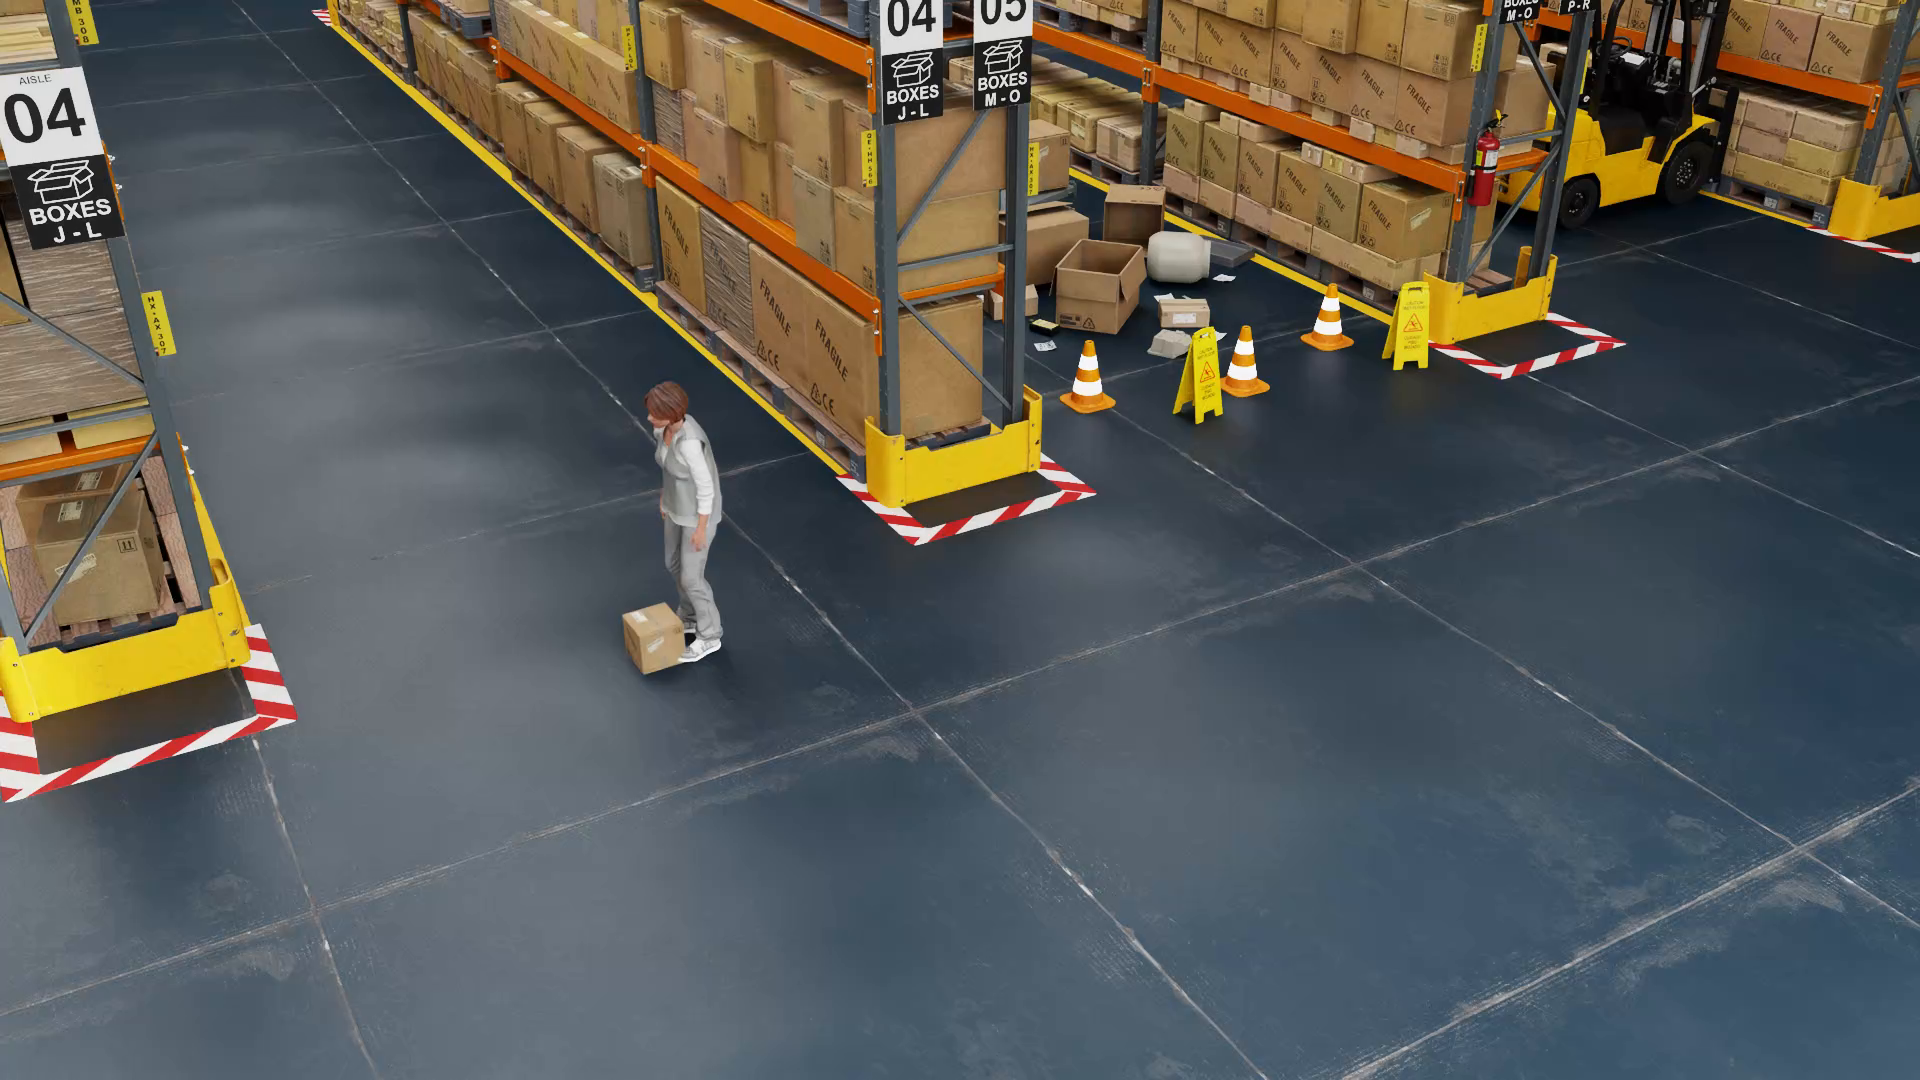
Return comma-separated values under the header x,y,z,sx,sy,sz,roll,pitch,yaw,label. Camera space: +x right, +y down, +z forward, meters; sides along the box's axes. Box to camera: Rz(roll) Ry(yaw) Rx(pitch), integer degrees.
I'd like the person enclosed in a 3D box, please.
x,y,z,sx,sy,sz,roll,pitch,yaw,label
-1.444,-0.118,8.772,0.347,1.592,0.474,-18,34,-29,person
